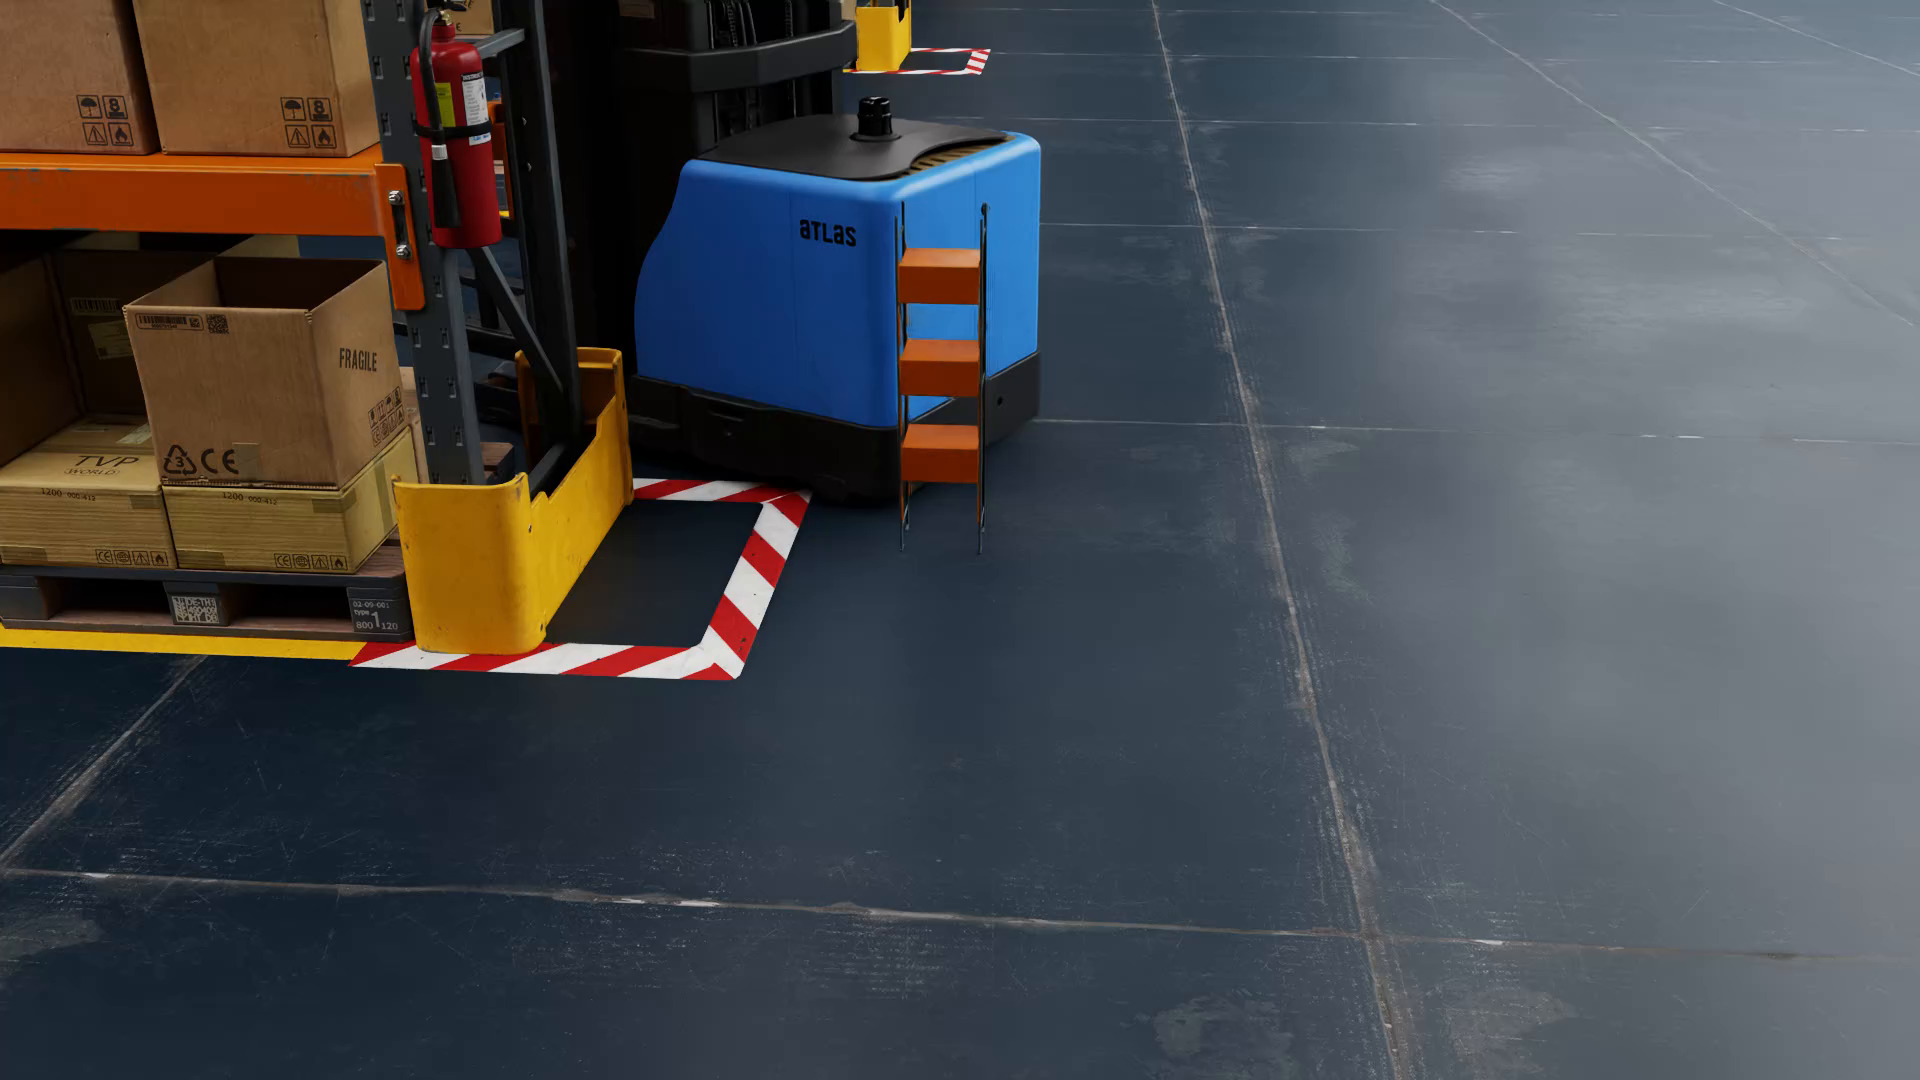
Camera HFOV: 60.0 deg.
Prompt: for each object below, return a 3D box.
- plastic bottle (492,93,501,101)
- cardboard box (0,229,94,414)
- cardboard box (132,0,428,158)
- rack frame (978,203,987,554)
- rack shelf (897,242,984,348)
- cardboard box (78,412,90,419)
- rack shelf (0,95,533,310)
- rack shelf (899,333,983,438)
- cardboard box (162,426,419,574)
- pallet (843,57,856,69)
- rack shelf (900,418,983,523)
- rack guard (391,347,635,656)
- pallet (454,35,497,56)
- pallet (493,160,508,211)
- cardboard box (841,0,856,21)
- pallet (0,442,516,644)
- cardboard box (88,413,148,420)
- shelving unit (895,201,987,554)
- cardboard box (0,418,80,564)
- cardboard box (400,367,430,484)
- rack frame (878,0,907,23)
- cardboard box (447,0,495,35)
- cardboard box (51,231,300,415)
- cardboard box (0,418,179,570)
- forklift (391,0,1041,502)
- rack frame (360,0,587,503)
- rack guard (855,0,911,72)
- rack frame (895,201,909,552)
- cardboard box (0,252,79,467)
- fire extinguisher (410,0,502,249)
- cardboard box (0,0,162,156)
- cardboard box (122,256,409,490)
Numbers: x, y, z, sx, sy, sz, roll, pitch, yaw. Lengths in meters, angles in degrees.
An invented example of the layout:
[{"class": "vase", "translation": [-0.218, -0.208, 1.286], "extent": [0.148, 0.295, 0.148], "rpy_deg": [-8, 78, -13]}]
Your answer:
[{"class": "plastic bottle", "translation": [-2.725, -2.506, 9.845], "extent": [0.097, 0.271, 0.097], "rpy_deg": [0, 25, 0]}, {"class": "cardboard box", "translation": [-2.840, -0.711, 5.097], "extent": [0.500, 0.500, 0.500], "rpy_deg": [2, 25, 4]}, {"class": "cardboard box", "translation": [-1.789, -1.359, 4.495], "extent": [0.500, 0.500, 0.700], "rpy_deg": [2, 25, 4]}, {"class": "rack frame", "translation": [0.068, -0.475, 5.026], "extent": [0.008, 1.050, 0.200], "rpy_deg": [2, 25, 4]}, {"class": "rack shelf", "translation": [-0.053, -0.727, 4.920], "extent": [0.240, 0.259, 0.215], "rpy_deg": [2, 25, 4]}, {"class": "cardboard box", "translation": [-2.839, -0.375, 5.264], "extent": [0.500, 0.250, 0.500], "rpy_deg": [2, 25, 4]}, {"class": "rack shelf", "translation": [-3.319, -1.030, 4.761], "extent": [4.000, 0.370, 1.077], "rpy_deg": [2, 25, 4]}, {"class": "rack shelf", "translation": [-0.053, -0.469, 5.039], "extent": [0.240, 0.259, 0.215], "rpy_deg": [2, 25, 4]}, {"class": "cardboard box", "translation": [-1.882, -0.129, 4.728], "extent": [0.500, 0.250, 0.500], "rpy_deg": [2, 25, 4]}, {"class": "pallet", "translation": [-1.445, -4.198, 14.121], "extent": [1.213, 0.211, 1.003], "rpy_deg": [2, 25, 4]}, {"class": "rack shelf", "translation": [-0.053, -0.217, 5.155], "extent": [0.240, 0.259, 0.215], "rpy_deg": [2, 25, 4]}, {"class": "rack guard", "translation": [-1.300, -0.157, 4.993], "extent": [0.348, 0.500, 1.175], "rpy_deg": [2, 25, 4]}, {"class": "pallet", "translation": [-3.878, -4.276, 14.291], "extent": [1.213, 0.211, 1.003], "rpy_deg": [2, 25, 4]}, {"class": "pallet", "translation": [-3.044, -2.142, 9.652], "extent": [1.213, 0.211, 1.003], "rpy_deg": [2, 25, 4]}, {"class": "cardboard box", "translation": [-1.184, -4.504, 13.938], "extent": [0.500, 0.500, 0.500], "rpy_deg": [6, 25, 14]}, {"class": "pallet", "translation": [-2.090, -0.033, 5.070], "extent": [1.213, 0.211, 1.003], "rpy_deg": [2, 25, 4]}, {"class": "cardboard box", "translation": [-2.341, -0.359, 5.229], "extent": [0.500, 0.250, 0.500], "rpy_deg": [2, 25, 4]}, {"class": "shelving unit", "translation": [-0.053, -0.479, 5.034], "extent": [0.252, 1.050, 0.215], "rpy_deg": [2, 25, 4]}, {"class": "cardboard box", "translation": [-2.880, -0.155, 4.786], "extent": [0.500, 0.250, 0.500], "rpy_deg": [2, 25, 4]}, {"class": "cardboard box", "translation": [-1.842, -0.345, 5.198], "extent": [0.500, 0.250, 0.500], "rpy_deg": [2, 25, 4]}, {"class": "rack frame", "translation": [-0.562, -5.422, 13.444], "extent": [0.127, 3.000, 1.000], "rpy_deg": [2, 25, 4]}, {"class": "cardboard box", "translation": [-4.155, -4.576, 14.093], "extent": [0.500, 0.500, 0.500], "rpy_deg": [1, 25, 2]}, {"class": "cardboard box", "translation": [-2.341, -0.701, 5.074], "extent": [0.500, 0.500, 0.500], "rpy_deg": [2, 25, 4]}, {"class": "cardboard box", "translation": [-2.381, -0.140, 4.752], "extent": [0.500, 0.250, 0.500], "rpy_deg": [2, 25, 4]}, {"class": "forklift", "translation": [-1.232, -1.900, 5.873], "extent": [3.031, 2.935, 1.130], "rpy_deg": [14, 28, 28]}, {"class": "rack frame", "translation": [-1.324, -1.293, 4.472], "extent": [0.127, 3.000, 1.000], "rpy_deg": [2, 25, 4]}, {"class": "rack guard", "translation": [-0.638, -4.289, 13.972], "extent": [0.348, 0.500, 1.175], "rpy_deg": [2, 25, 4]}, {"class": "rack frame", "translation": [-0.175, -0.483, 5.043], "extent": [0.008, 1.050, 0.200], "rpy_deg": [2, 25, 4]}, {"class": "cardboard box", "translation": [-2.880, -0.494, 4.626], "extent": [0.500, 0.500, 0.500], "rpy_deg": [2, 25, 4]}, {"class": "fire extinguisher", "translation": [-1.242, -1.061, 4.059], "extent": [0.183, 0.674, 0.296], "rpy_deg": [2, 25, 4]}, {"class": "cardboard box", "translation": [-2.313, -1.374, 4.527], "extent": [0.500, 0.500, 0.700], "rpy_deg": [2, 25, 5]}, {"class": "cardboard box", "translation": [-1.882, -0.469, 4.570], "extent": [0.500, 0.500, 0.500], "rpy_deg": [2, 25, 4]}]
